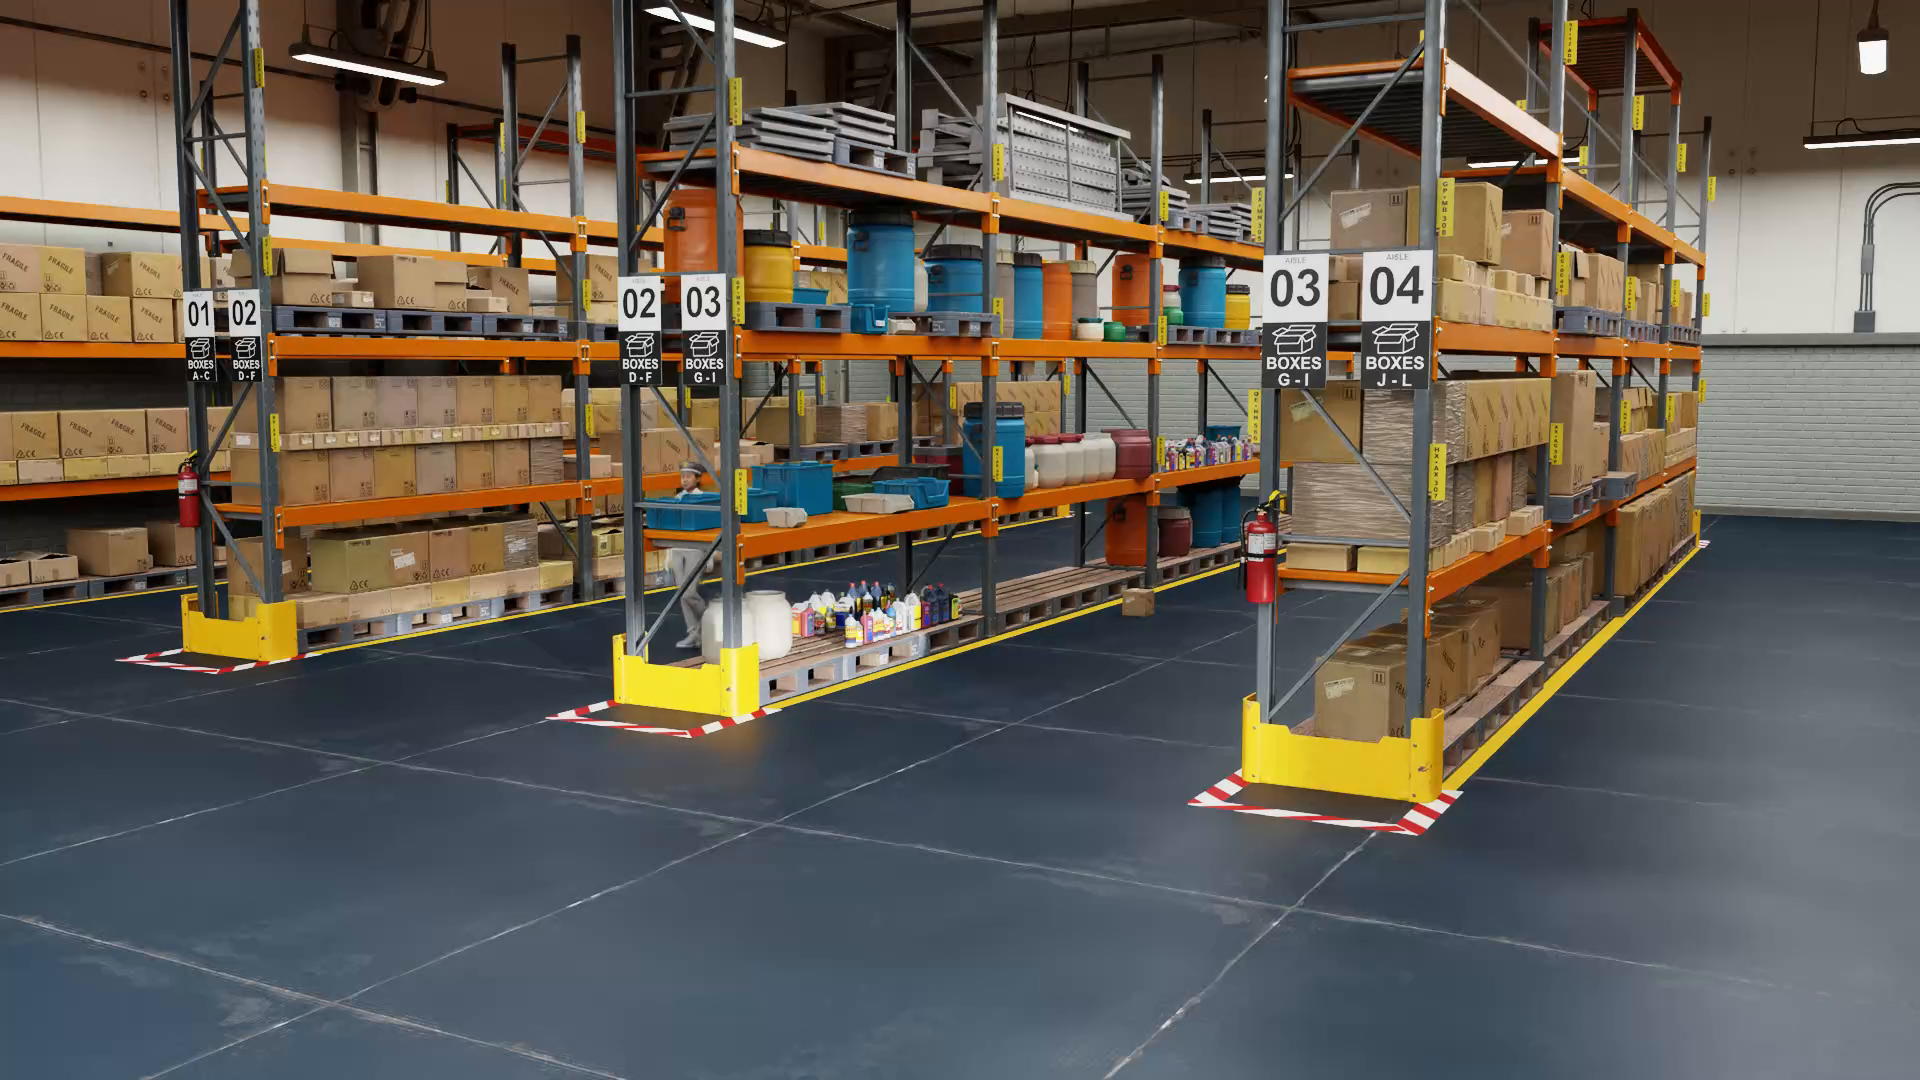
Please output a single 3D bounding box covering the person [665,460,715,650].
[{"bbox_3d":[-2.437,0.134,14.901,0.479,1.699,0.430,4,7,33],"label":"person"}]
